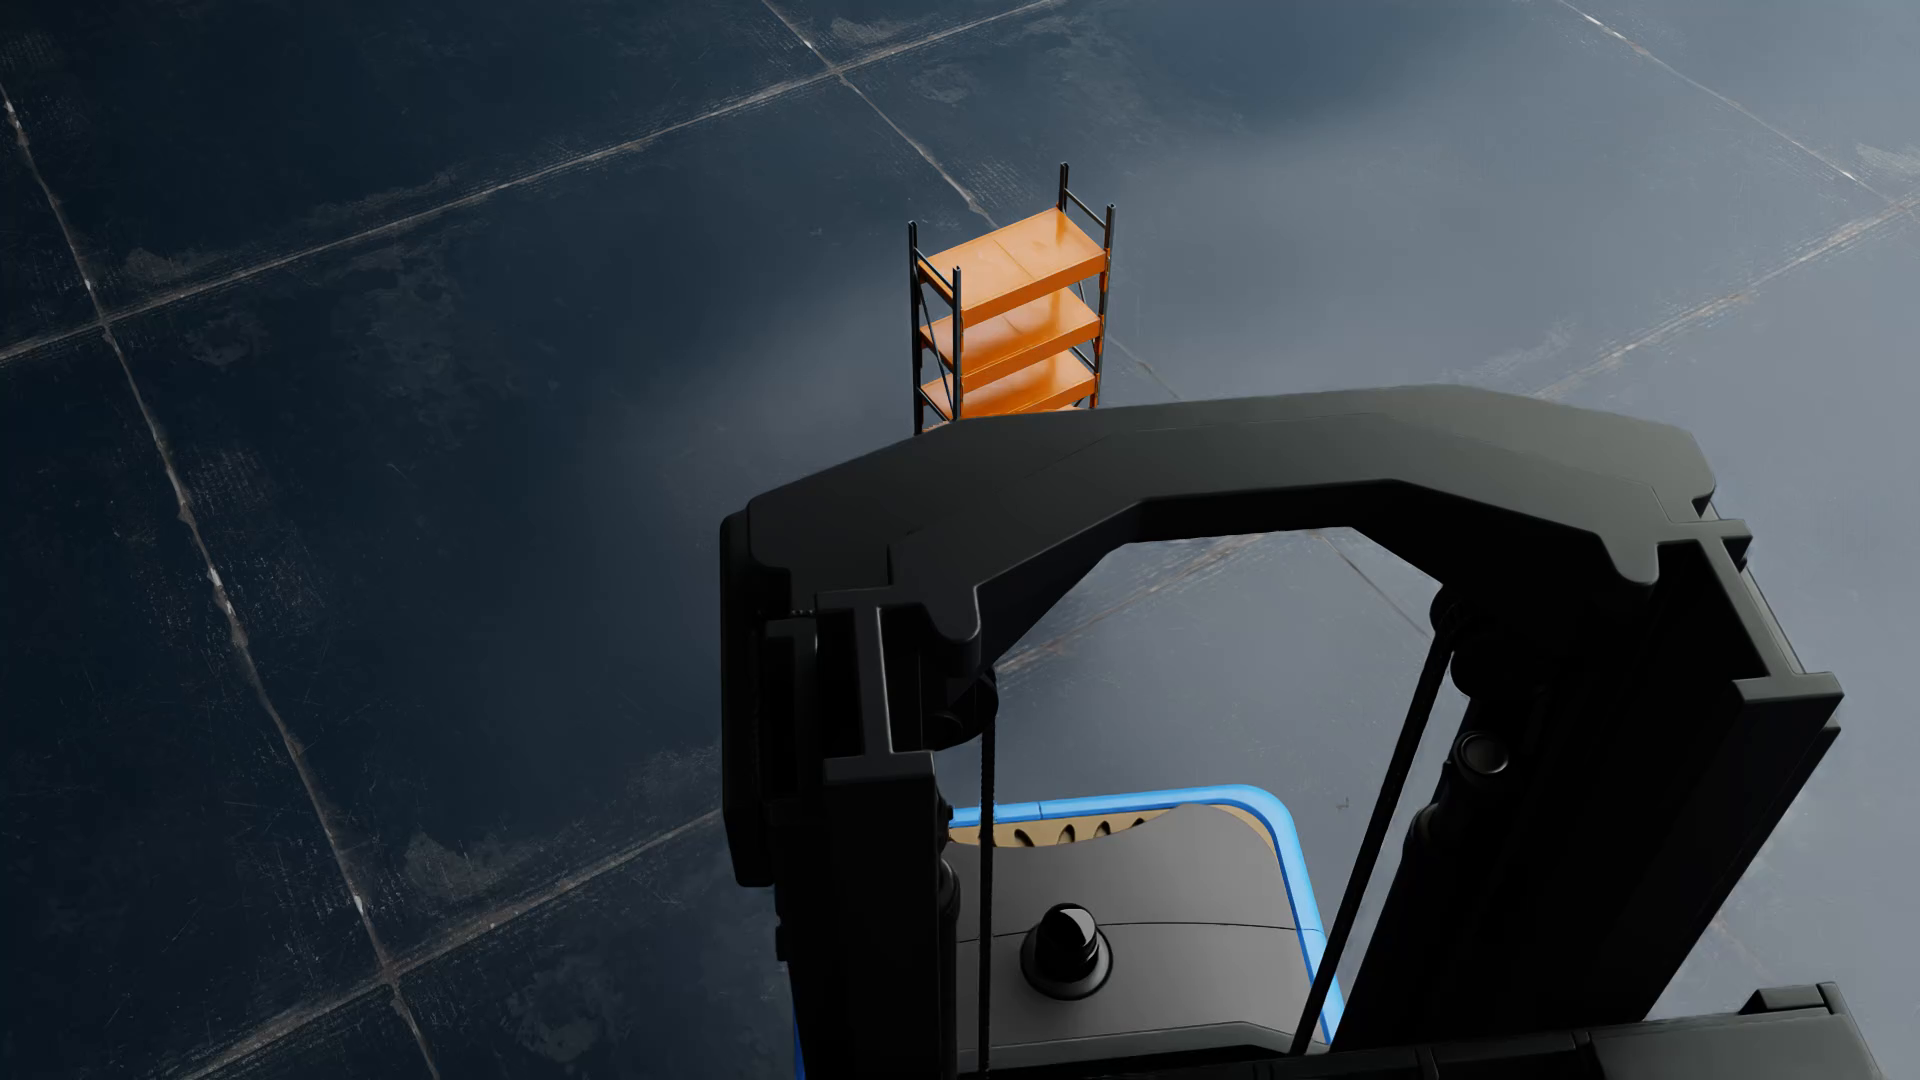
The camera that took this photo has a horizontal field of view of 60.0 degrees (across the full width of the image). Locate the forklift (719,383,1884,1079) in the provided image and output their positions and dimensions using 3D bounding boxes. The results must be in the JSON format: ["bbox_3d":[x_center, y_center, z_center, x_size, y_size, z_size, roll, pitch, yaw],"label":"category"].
[{"bbox_3d":[0.312,1.364,2.073,1.130,2.935,3.031,-4,48,-4],"label":"forklift"}]

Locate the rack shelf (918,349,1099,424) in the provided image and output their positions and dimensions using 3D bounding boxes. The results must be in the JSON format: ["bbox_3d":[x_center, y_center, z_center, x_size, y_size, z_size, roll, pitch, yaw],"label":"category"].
[{"bbox_3d":[0.140,-0.420,4.911,0.480,0.148,0.258,-25,53,-21],"label":"rack shelf"}]

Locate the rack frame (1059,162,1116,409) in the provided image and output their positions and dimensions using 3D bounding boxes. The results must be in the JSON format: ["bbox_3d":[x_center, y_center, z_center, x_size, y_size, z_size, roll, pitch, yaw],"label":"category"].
[{"bbox_3d":[0.346,-0.562,4.947,0.015,1.200,0.240,-25,53,-21],"label":"rack frame"}]

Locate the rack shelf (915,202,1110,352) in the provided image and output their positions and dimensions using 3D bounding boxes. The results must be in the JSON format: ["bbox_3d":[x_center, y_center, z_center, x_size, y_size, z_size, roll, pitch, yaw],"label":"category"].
[{"bbox_3d":[0.140,-0.726,4.567,0.480,0.148,0.258,-25,53,-21],"label":"rack shelf"}]

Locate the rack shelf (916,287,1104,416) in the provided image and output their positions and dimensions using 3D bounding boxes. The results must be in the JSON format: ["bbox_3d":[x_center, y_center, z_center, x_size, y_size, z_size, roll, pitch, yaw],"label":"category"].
[{"bbox_3d":[0.140,-0.569,4.744,0.480,0.148,0.258,-25,53,-21],"label":"rack shelf"}]

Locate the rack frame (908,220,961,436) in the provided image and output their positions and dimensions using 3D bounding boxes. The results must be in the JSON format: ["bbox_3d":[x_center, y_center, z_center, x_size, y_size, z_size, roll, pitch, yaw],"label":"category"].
[{"bbox_3d":[-0.066,-0.368,4.774,0.015,1.200,0.240,-25,53,-21],"label":"rack frame"}]

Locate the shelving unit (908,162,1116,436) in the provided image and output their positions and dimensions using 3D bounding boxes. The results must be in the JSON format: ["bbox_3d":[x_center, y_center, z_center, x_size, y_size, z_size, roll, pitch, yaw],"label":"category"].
[{"bbox_3d":[0.140,-0.465,4.861,0.503,1.200,0.258,-25,53,-21],"label":"shelving unit"}]

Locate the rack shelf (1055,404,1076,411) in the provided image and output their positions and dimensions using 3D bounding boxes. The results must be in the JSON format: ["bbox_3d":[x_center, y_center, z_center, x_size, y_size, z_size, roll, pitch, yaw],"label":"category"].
[{"bbox_3d":[0.140,-0.288,5.059,0.480,0.148,0.258,-25,53,-21],"label":"rack shelf"}]
